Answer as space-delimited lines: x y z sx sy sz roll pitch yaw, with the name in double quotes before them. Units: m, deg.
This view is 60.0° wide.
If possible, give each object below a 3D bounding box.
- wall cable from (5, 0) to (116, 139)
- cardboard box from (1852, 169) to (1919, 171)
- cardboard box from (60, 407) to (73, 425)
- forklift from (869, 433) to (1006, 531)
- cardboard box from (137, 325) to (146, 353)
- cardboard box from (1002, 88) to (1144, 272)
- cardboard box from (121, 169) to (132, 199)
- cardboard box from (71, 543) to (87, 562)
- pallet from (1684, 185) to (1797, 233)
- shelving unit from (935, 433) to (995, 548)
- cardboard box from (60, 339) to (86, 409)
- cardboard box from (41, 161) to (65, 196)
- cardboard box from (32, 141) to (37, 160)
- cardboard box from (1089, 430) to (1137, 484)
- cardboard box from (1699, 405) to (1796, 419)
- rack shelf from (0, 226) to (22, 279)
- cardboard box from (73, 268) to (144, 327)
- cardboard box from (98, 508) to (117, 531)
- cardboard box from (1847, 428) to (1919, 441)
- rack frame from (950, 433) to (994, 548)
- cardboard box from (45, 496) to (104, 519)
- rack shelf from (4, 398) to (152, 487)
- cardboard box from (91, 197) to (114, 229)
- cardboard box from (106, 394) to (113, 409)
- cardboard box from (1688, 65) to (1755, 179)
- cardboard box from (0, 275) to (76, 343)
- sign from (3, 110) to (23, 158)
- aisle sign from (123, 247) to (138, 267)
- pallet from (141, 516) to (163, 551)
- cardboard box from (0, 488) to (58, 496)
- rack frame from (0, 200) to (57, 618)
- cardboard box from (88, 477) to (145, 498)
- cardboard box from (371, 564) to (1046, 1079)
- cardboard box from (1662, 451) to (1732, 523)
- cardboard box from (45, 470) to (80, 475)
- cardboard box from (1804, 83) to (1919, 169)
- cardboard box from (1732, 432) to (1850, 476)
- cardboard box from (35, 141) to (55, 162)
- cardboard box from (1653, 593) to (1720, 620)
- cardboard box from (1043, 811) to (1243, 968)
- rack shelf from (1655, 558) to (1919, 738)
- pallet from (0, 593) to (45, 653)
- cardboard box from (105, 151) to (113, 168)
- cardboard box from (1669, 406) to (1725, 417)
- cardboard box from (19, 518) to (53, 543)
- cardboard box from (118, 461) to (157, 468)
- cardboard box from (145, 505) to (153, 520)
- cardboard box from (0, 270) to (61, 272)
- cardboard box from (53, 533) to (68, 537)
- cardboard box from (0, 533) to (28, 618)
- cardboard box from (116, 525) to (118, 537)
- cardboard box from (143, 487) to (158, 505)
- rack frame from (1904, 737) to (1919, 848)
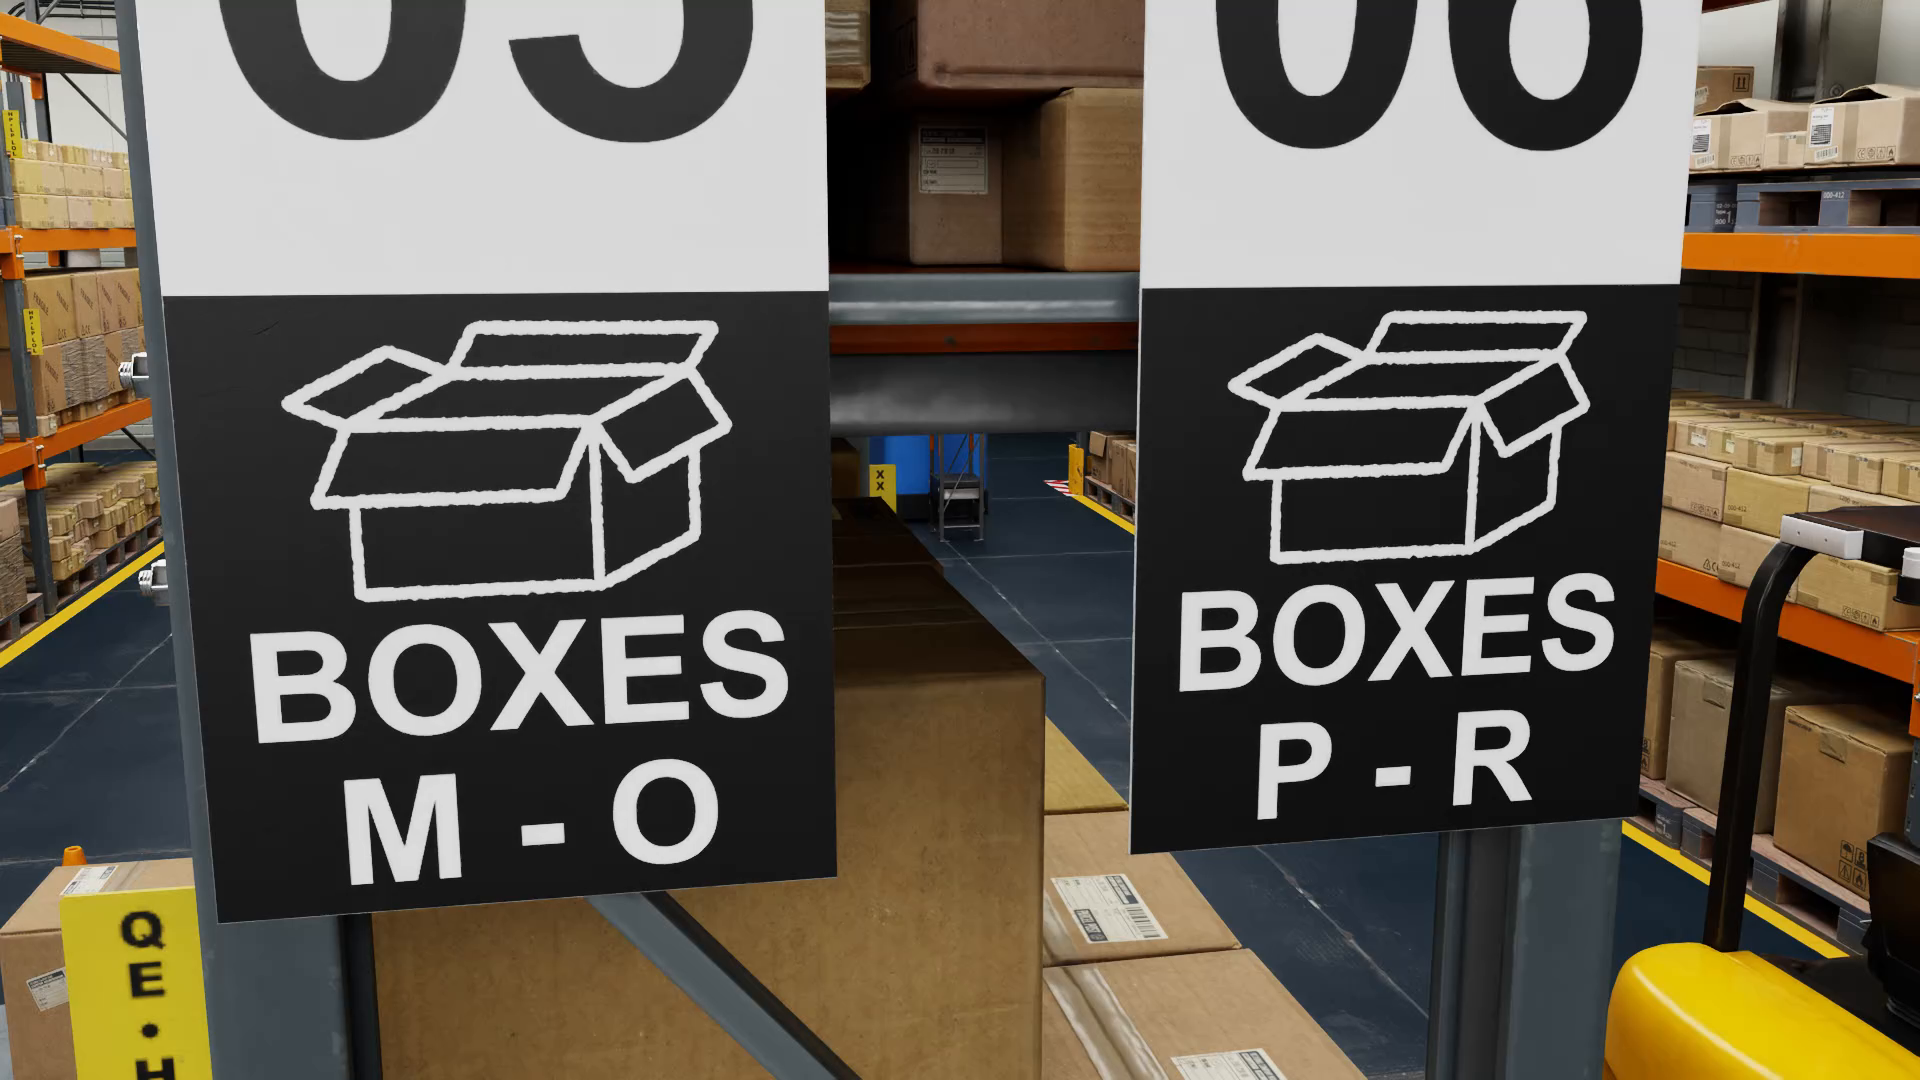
"wall cable" -10.556 -7.160 20.145 2.277 5.999 0.120 -2 11 -11
"cardboard box" 3.947 -1.621 6.950 0.380 0.149 0.250 -2 11 -11
"cardboard box" -7.182 -0.981 12.999 0.380 0.149 0.250 -3 11 -14
"forklift" -0.448 -1.746 16.533 1.130 2.935 3.031 -3 11 -15
"cardboard box" -7.517 -1.660 14.831 0.500 0.500 0.500 -2 11 -12
"cardboard box" 0.250 -0.319 1.500 0.380 0.149 0.250 -2 11 -11
"cardboard box" -7.512 -3.109 14.549 0.500 0.250 0.500 -2 11 -13
"cardboard box" -7.081 0.125 13.021 0.380 0.149 0.250 -2 11 -11
"pallet" 3.748 -1.599 8.059 1.003 0.211 1.213 -2 11 -8
"shelving unit" 0.044 -1.018 14.930 0.431 2.100 0.503 -3 11 -15
"cardboard box" -7.126 -1.284 12.859 0.500 0.500 0.500 -2 11 -11
"cardboard box" -7.125 -2.733 12.573 0.500 0.250 0.500 -2 11 -11
"cardboard box" -7.118 -2.897 12.371 0.380 0.149 0.250 -2 11 -12
"cardboard box" 1.778 -0.876 17.332 0.797 0.503 0.637 -3 11 -13
"cardboard box" 3.887 -0.579 8.216 0.380 0.149 0.250 -2 11 -9
"rack shelf" -6.785 -1.652 9.755 1.077 0.370 4.000 -2 11 -11
"cardboard box" -7.520 -2.151 14.737 0.500 0.500 0.500 -3 11 -13
"cardboard box" -7.218 -0.165 13.745 0.380 0.149 0.250 -2 11 -11
"cardboard box" 4.109 -0.394 7.243 0.380 0.149 0.250 -2 11 -12
"rack frame" 0.109 -0.974 14.699 0.400 2.100 0.015 -3 11 -15
"cardboard box" -7.173 -0.261 13.457 0.380 0.149 0.250 -2 11 -10
"rack shelf" -7.563 -0.912 13.890 1.077 0.370 4.000 -2 11 -11
"cardboard box" -7.292 -2.677 13.616 0.500 0.250 0.500 -2 11 -8
"cardboard box" -7.380 -1.172 14.002 0.380 0.149 0.250 -2 11 -10
"cardboard box" 3.408 -1.994 7.972 0.500 0.500 0.500 -2 11 -10
"cardboard box" -7.139 -1.771 12.743 0.500 0.500 0.500 -2 11 -13
"sign" -6.630 -2.840 11.639 0.100 0.325 0.005 -2 11 -11
"aisle sign" -7.672 -2.934 15.634 0.394 0.787 0.004 -2 11 -11
"pallet" -7.814 -0.098 15.148 1.003 0.211 1.213 -2 11 -11
"cardboard box" -7.765 -0.339 13.863 0.380 0.149 0.250 -2 11 -11
"rack frame" -7.174 -0.899 11.895 1.000 3.000 0.127 -2 11 -11
"cardboard box" -7.338 -0.454 14.472 0.380 0.149 0.250 -2 11 -9
"cardboard box" -0.318 0.332 1.695 0.700 0.500 0.500 -2 11 -12
"cardboard box" 3.539 -0.252 7.561 0.500 0.250 0.500 -2 11 -10
"cardboard box" -8.088 -0.525 14.842 0.380 0.149 0.250 -2 11 -11
"cardboard box" 3.706 -1.620 6.512 0.500 0.311 0.500 -2 11 -13
"cardboard box" 3.557 -0.370 7.118 0.380 0.149 0.250 -2 11 -13
"cardboard box" -7.124 -2.947 12.630 0.380 0.149 0.250 -2 11 -13
"cardboard box" 3.551 0.650 8.987 0.875 0.625 0.625 -2 11 -9
"cardboard box" 0.072 0.717 2.346 0.500 0.500 0.500 -2 11 -9
"rack shelf" 3.697 0.175 8.176 1.077 0.370 4.000 -2 11 -11
"pallet" -7.021 0.614 11.406 1.003 0.211 1.213 -2 11 -11
"cardboard box" -7.449 -3.234 14.142 0.380 0.149 0.250 -2 11 -12
"cardboard box" 3.488 -0.563 8.129 0.380 0.149 0.250 -2 11 -11
"cardboard box" -7.038 -0.067 12.439 0.380 0.149 0.250 -2 11 -9
"cardboard box" -7.600 -0.642 15.460 0.380 0.149 0.250 -2 11 -10
"cardboard box" -7.529 -0.254 15.010 0.380 0.149 0.250 -2 11 -11
"cardboard box" -7.941 -2.038 14.145 0.500 0.500 0.500 -2 11 -12
"cardboard box" -7.068 0.028 12.732 0.380 0.149 0.250 -2 11 -11
"cardboard box" -6.783 0.250 11.425 0.500 0.500 0.500 -2 11 -12
"cardboard box" -7.348 -0.065 14.016 0.380 0.149 0.250 -2 11 -9
"cardboard box" -7.467 -0.403 14.995 0.380 0.149 0.250 -3 11 -13
"rack frame" 4.086 0.189 6.182 1.000 3.000 0.127 -2 11 -11
